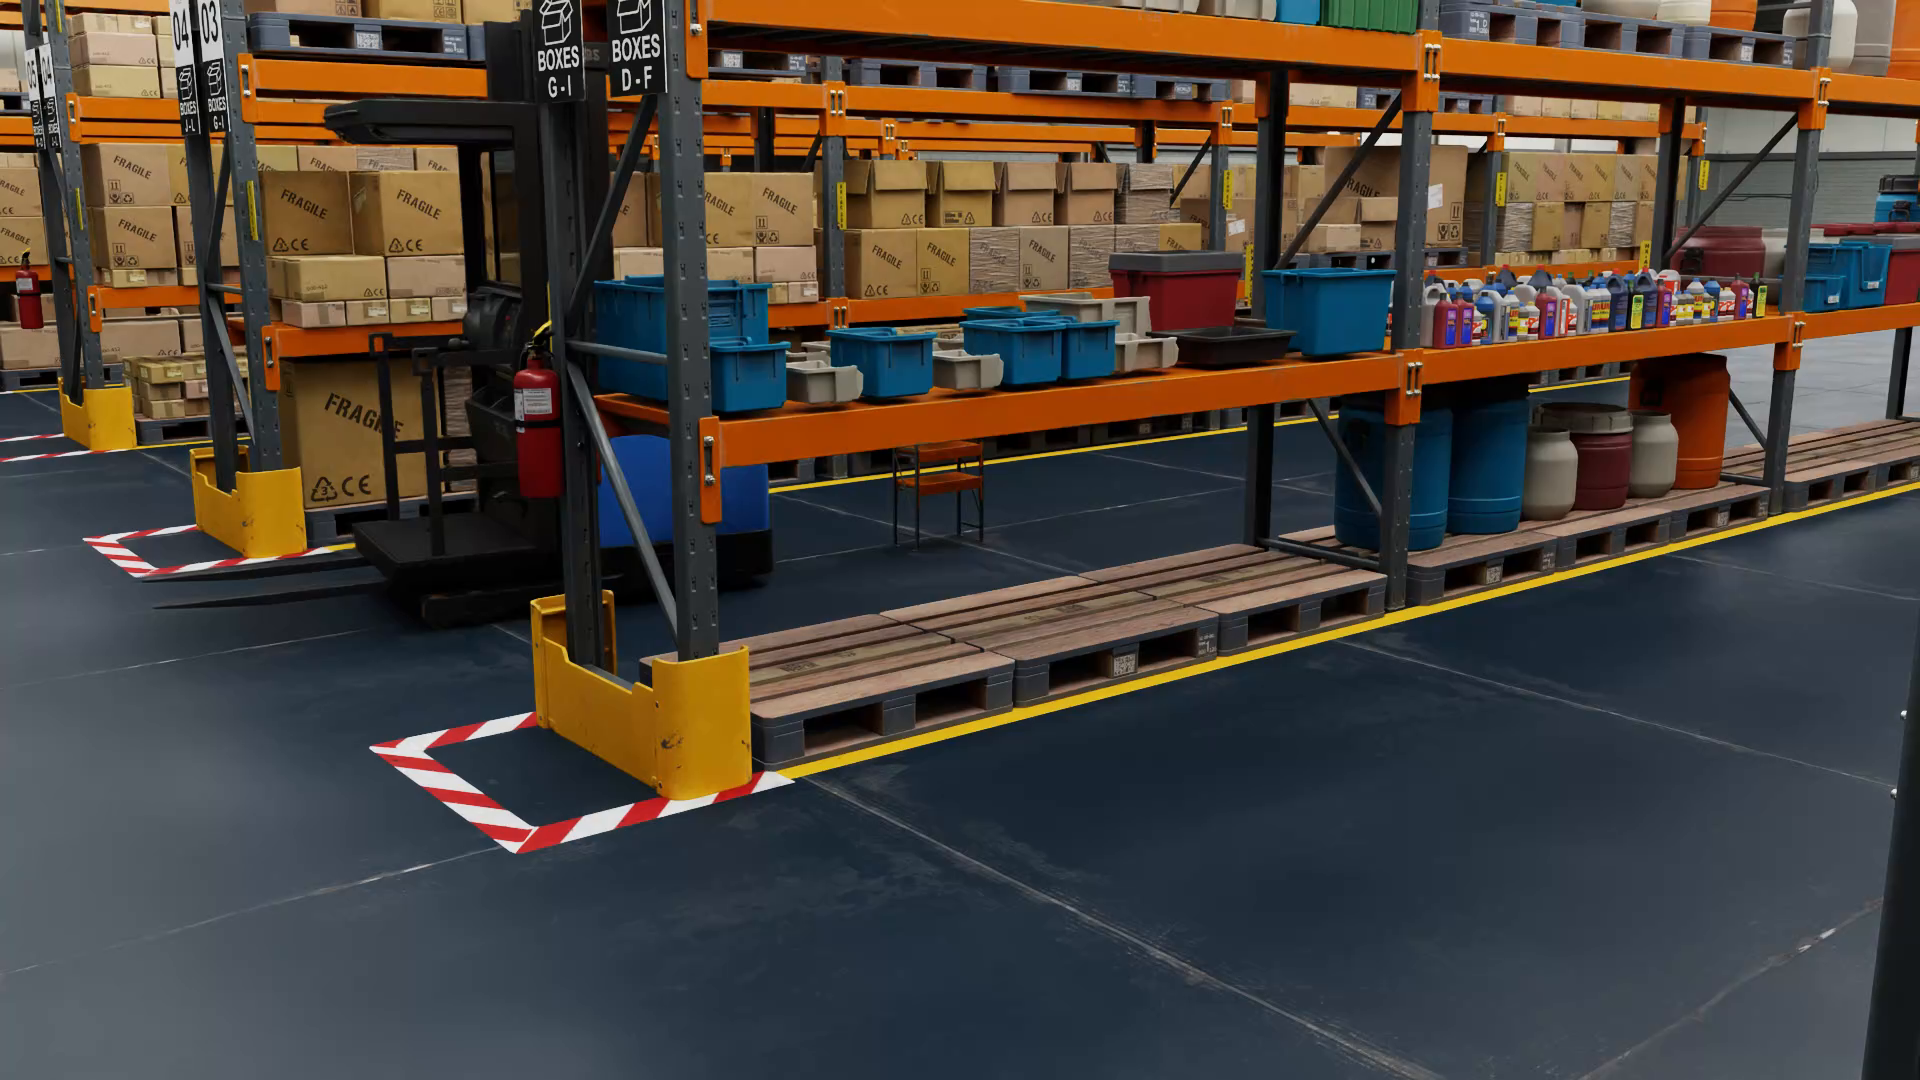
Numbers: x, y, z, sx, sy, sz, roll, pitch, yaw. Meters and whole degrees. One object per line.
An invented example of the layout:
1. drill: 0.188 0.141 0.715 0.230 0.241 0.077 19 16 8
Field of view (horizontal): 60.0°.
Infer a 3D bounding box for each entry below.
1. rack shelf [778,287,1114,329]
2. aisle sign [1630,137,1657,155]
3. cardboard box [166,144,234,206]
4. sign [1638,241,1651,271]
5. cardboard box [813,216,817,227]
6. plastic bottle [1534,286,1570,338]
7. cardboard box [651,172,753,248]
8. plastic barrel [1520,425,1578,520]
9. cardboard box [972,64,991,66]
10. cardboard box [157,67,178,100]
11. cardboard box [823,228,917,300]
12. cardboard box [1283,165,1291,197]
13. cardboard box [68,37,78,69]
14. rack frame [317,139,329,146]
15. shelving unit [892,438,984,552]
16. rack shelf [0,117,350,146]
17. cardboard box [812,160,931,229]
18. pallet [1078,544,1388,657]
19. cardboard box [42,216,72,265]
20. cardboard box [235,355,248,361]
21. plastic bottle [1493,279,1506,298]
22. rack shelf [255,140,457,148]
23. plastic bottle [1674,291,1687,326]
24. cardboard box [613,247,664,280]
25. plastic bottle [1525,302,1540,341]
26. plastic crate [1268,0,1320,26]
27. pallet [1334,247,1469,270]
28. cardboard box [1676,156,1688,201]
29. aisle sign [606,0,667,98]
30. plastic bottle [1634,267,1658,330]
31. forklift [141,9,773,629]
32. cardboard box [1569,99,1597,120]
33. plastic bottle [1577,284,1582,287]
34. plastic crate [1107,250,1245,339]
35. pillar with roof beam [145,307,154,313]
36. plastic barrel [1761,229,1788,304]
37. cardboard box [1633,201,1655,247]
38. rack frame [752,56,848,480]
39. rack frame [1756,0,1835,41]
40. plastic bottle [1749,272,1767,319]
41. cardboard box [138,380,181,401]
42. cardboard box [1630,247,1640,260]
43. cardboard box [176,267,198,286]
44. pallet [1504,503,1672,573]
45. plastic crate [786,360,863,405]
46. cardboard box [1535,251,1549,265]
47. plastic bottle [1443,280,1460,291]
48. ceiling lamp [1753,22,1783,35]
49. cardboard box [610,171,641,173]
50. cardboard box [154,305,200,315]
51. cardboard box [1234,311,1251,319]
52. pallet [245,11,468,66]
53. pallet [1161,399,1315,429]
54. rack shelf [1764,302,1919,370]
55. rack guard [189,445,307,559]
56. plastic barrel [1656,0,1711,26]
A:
1. rack shelf: 0.376 -1.900 13.587 4.000 0.370 1.077 -9 15 -38
2. aisle sign: 8.046 -4.878 19.621 0.004 0.787 0.394 -9 15 -38
3. cardboard box: -6.422 -3.056 13.936 0.500 0.500 0.500 -9 15 -36
4. sign: 4.683 -1.876 11.351 0.005 0.325 0.100 -9 15 -38
5. cardboard box: -1.594 -3.350 17.560 0.250 0.149 0.380 -9 15 -36
6. plastic bottle: 3.231 -1.247 9.078 0.135 0.276 0.152 -9 15 -38
7. cardboard box: -1.771 -2.264 11.409 0.500 0.500 0.500 -9 15 -37
8. plastic barrel: 3.394 -0.396 9.751 0.421 0.512 0.421 0 12 0
9. cardboard box: 0.071 -3.711 12.757 0.250 0.149 0.380 -10 16 -40
10. cardboard box: -6.404 -3.769 13.798 0.500 0.250 0.500 -9 15 -36
11. cardboard box: -0.670 -2.061 12.370 0.500 0.500 0.500 -9 15 -37
12. cardboard box: 3.957 -4.790 22.504 0.550 0.550 0.875 -9 15 -38
13. cardboard box: -7.128 -4.031 13.824 0.500 0.250 0.500 -10 16 -39
14. rack frame: -7.376 -3.600 19.860 0.127 3.000 1.000 -9 15 -38
15. shelving unit: -0.129 -0.565 9.903 0.503 1.200 0.258 -9 15 -38
16. rack shelf: -8.938 -4.456 18.401 4.000 0.370 1.077 -9 15 -38
17. cardboard box: -0.692 -2.616 12.573 0.637 0.503 0.797 -10 16 -39
18. pallet: 1.359 0.277 8.318 1.213 0.211 1.003 -9 15 -38
19. cardboard box: -9.568 -3.216 17.810 0.500 0.500 0.500 -10 15 -38
20. cardboard box: -6.148 -1.519 14.479 0.250 0.149 0.380 -10 16 -40
21. plastic bottle: 3.195 -1.417 9.891 0.097 0.271 0.097 0 12 0
22. rack shelf: -8.918 -5.779 24.635 4.000 0.370 1.077 -9 15 -38
23. plastic bottle: 4.245 -1.372 9.845 0.097 0.201 0.097 0 12 0
24. cardboard box: -2.167 -1.831 11.175 0.500 0.250 0.500 -9 15 -37
25. plastic bottle: 3.053 -1.174 8.912 0.097 0.201 0.097 0 12 0
26. plastic crate: 1.397 -2.405 7.413 0.300 0.233 0.416 -9 15 -38
27. pallet: 4.374 -2.861 16.843 1.213 0.211 1.003 -9 15 -38
28. cardboard box: 7.910 -4.122 18.954 0.500 0.500 0.500 -9 15 -38
29. aisle sign: -1.085 -1.884 5.522 0.004 0.787 0.394 -9 15 -38
30. plastic bottle: 3.940 -1.400 9.620 0.185 0.351 0.144 -9 15 -38
31. forklift: -2.545 -1.125 8.369 3.031 2.935 1.130 -7 14 -30
32. cardboard box: 6.377 -4.574 17.585 0.500 0.250 0.500 -10 16 -40
33. plastic bottle: 3.919 -1.519 10.541 0.097 0.201 0.097 0 12 0
34. plastic crate: 1.055 -1.175 8.140 0.583 0.464 0.402 -9 15 -38
35. pillar with roof beam: -8.898 -6.697 20.001 0.400 9.000 9.100 -9 15 -38
36. plastic barrel: 5.702 -1.931 11.732 0.421 0.512 0.421 0 12 0
37. cardboard box: 7.423 -3.593 18.870 0.500 0.500 0.875 -9 15 -38
38. rack frame: -1.186 -1.992 12.291 0.127 3.000 1.000 -9 15 -38
39. rack frame: 5.032 -4.643 10.329 0.127 3.000 1.000 -9 15 -38
40. plastic bottle: 4.983 -1.529 10.391 0.133 0.283 0.061 -9 15 -38
41. cardboard box: -6.759 -1.274 14.042 0.250 0.149 0.380 -9 15 -35
42. cardboard box: 7.528 -3.253 18.832 0.250 0.149 0.380 -9 15 -38
43. cardboard box: -6.455 -2.223 13.981 0.250 0.149 0.380 -10 16 -39
44. pallet: 3.490 -0.078 9.986 1.213 0.211 1.003 -9 15 -38
45. plastic crate: -0.514 -0.577 6.116 0.298 0.136 0.250 -9 15 -38
46. cardboard box: 5.988 -2.988 17.584 0.250 0.149 0.380 -9 15 -38
47. plastic bottle: 2.799 -1.362 9.622 0.135 0.276 0.152 -9 15 -38
48. ceiling lamp: 21.159 -14.428 42.359 0.800 3.185 2.000 -9 15 -38
49. cardboard box: -4.493 -4.547 21.674 0.500 0.500 0.500 -10 16 -39
50. cardboard box: -11.144 -3.247 23.662 0.500 0.311 0.500 -9 15 -36
51. cardboard box: 2.442 -1.963 15.303 0.500 0.250 0.500 -9 15 -35
52. pallet: -3.736 -2.995 10.005 1.213 0.211 1.003 -9 15 -38
53. pallet: 2.549 -1.249 15.501 1.213 0.211 1.003 -9 15 -38
54. rack shelf: 6.594 -1.616 12.249 4.000 0.370 1.077 -9 15 -38
55. rack guard: -4.328 -0.248 10.091 0.348 0.500 1.175 -9 15 -38
56. plastic barrel: 4.286 -3.150 9.844 0.301 0.262 0.301 0 12 0
